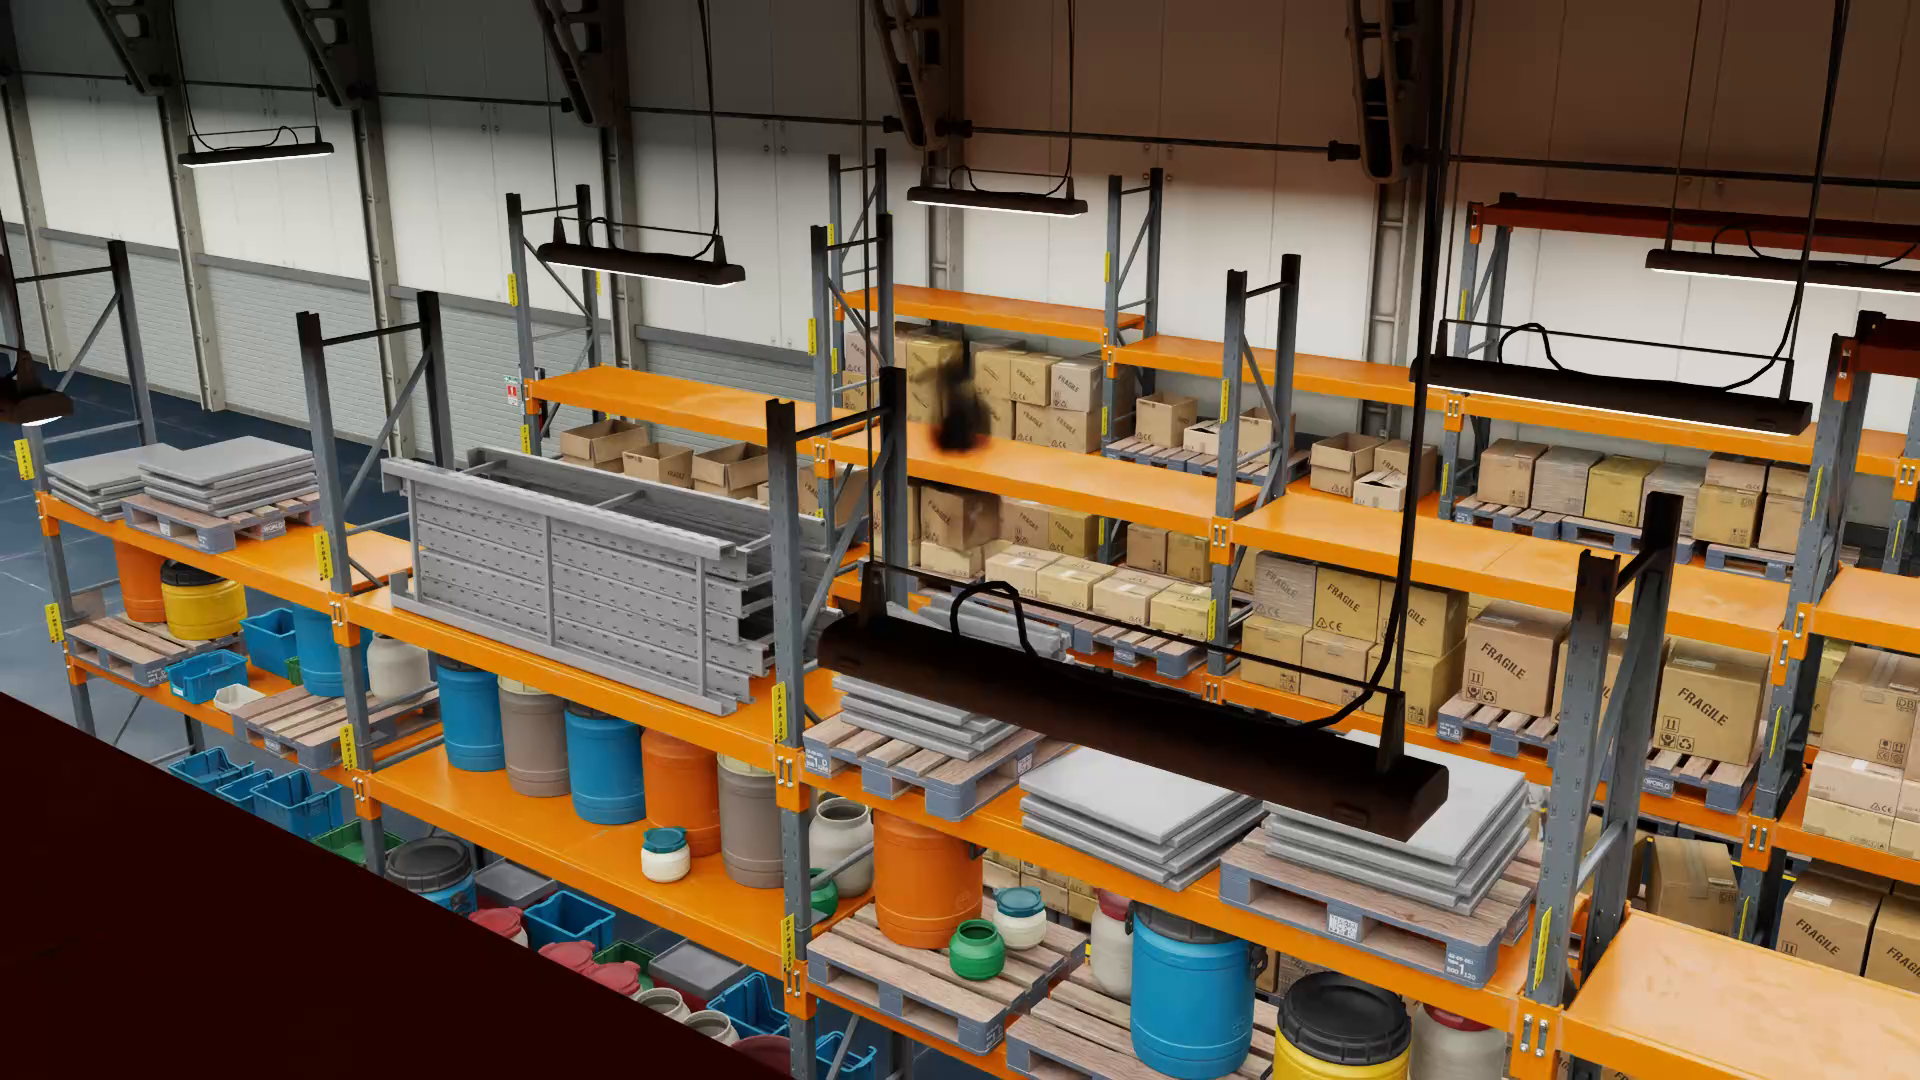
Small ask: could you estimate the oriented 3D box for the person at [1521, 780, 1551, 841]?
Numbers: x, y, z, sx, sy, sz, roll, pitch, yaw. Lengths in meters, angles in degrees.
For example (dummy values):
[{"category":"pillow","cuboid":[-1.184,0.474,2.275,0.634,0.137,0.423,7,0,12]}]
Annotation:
[{"category":"person","cuboid":[4.915,2.645,14.527,0.747,1.738,0.573,14,23,36]}]
